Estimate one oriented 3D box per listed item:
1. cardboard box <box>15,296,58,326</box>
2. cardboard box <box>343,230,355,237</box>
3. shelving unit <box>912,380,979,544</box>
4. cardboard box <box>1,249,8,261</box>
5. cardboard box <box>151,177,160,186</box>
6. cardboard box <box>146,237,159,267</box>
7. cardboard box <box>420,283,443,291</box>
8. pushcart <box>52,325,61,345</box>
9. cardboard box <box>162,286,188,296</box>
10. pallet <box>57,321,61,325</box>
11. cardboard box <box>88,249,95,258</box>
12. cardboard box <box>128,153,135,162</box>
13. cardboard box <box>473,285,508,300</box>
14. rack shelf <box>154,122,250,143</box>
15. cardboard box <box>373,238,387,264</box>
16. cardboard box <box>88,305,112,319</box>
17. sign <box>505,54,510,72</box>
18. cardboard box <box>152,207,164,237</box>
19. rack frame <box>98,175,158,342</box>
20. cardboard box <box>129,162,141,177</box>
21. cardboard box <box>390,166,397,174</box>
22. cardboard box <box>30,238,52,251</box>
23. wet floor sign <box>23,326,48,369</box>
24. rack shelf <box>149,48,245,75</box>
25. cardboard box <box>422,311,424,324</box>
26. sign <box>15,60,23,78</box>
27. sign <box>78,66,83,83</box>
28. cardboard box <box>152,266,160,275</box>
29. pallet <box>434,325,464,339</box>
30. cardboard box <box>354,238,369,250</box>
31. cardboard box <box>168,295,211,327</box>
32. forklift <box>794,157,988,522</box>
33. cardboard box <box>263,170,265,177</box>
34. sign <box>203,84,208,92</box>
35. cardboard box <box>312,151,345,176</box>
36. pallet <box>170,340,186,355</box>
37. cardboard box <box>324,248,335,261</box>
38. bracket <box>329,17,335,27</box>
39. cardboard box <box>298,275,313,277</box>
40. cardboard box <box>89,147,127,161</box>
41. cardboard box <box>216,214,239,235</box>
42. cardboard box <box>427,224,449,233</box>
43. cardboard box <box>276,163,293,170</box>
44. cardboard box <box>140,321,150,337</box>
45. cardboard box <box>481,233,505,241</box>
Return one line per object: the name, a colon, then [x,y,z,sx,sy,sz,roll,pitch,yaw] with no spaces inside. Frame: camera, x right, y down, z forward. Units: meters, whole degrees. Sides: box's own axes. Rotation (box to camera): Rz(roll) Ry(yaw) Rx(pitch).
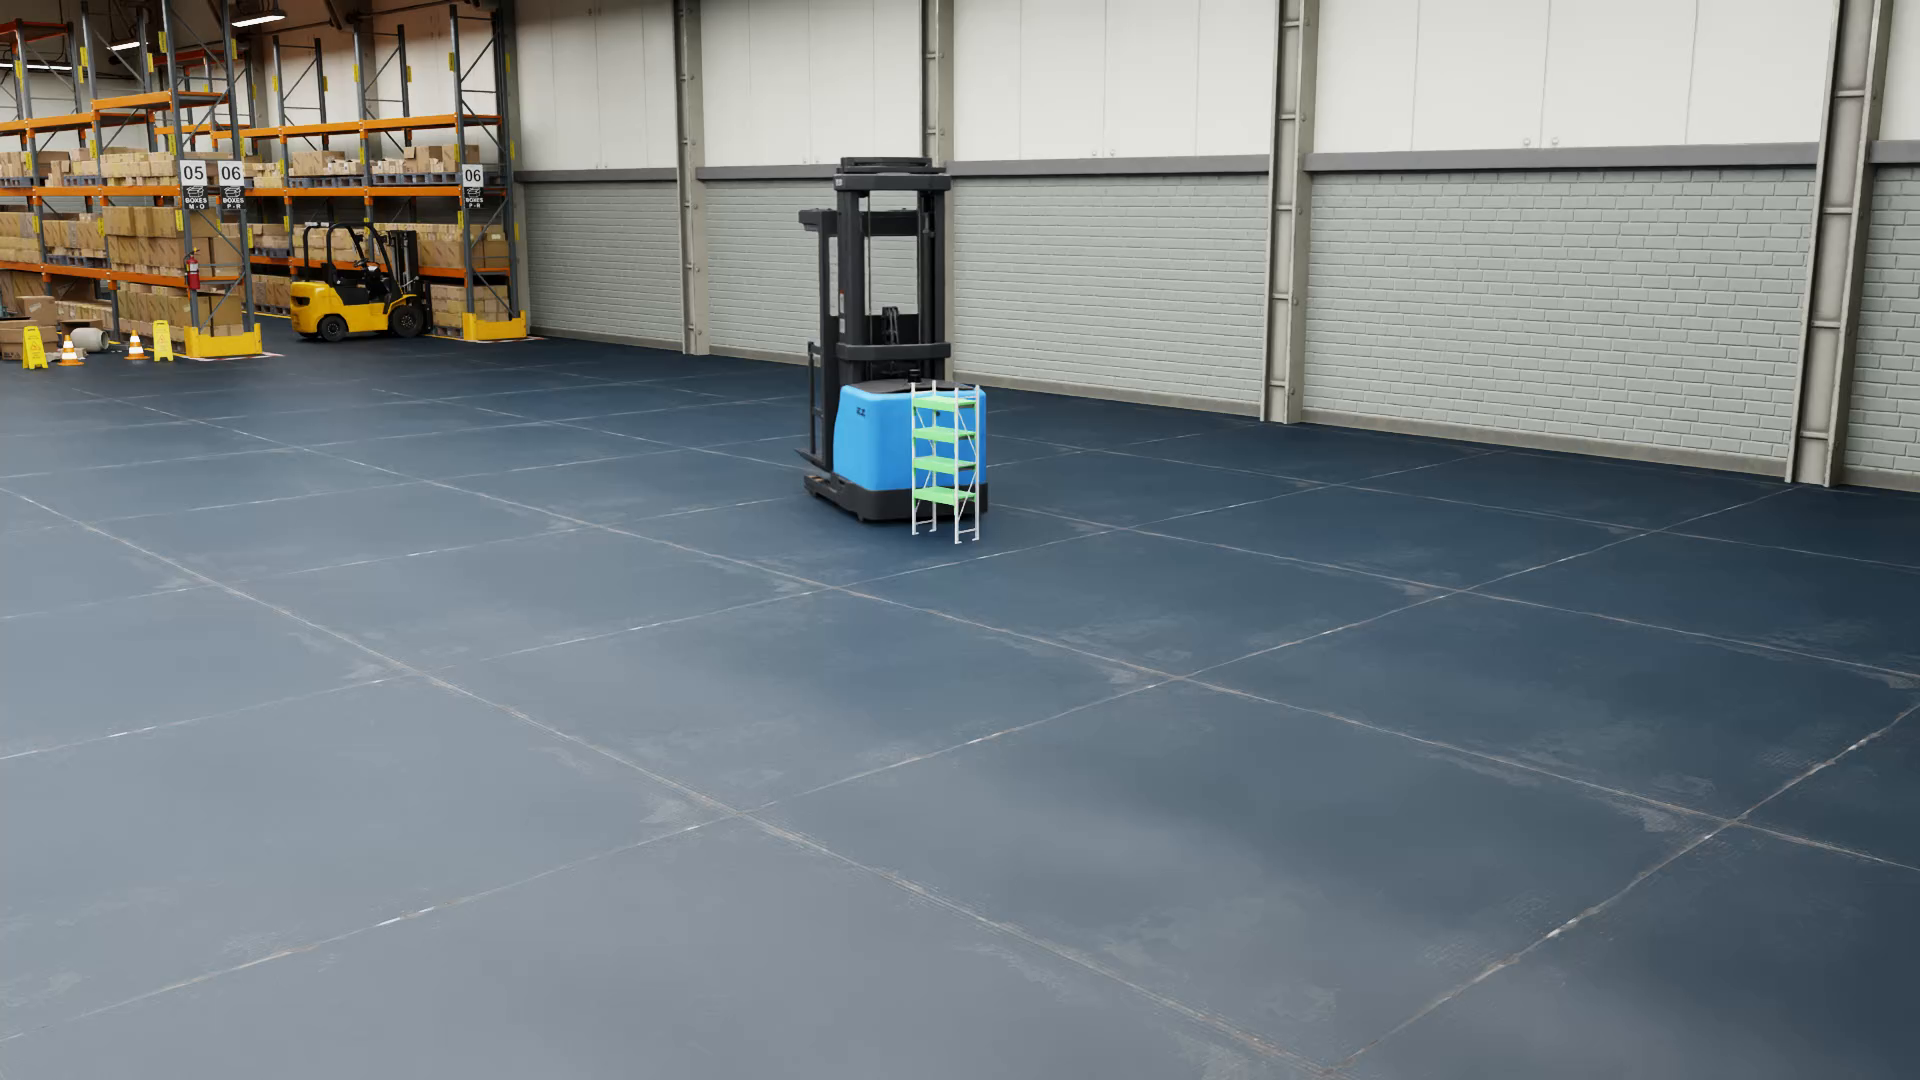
cardboard box: [-16.403,-4.067,29.535,0.500,0.500,0.500,-11,16,-43]
cardboard box: [-12.545,-6.348,34.436,0.250,0.149,0.380,11,16,43]
shelving unit: [-0.114,-0.612,12.908,0.258,1.200,0.503,-11,16,-43]
cardboard box: [-19.847,-6.013,35.037,0.500,0.250,0.500,-11,16,-43]
cardboard box: [-13.510,-6.099,28.271,0.380,0.149,0.250,-11,16,-43]
cardboard box: [-13.633,-4.971,28.623,0.500,0.500,0.500,-11,16,-43]
cardboard box: [-10.387,-4.874,32.432,0.500,0.250,0.500,-11,16,-44]
pushcart: [-16.750,-3.563,29.271,0.936,0.377,1.648,6,13,26]
cardboard box: [-13.417,-4.257,28.450,0.380,0.149,0.250,-10,15,-41]
pallet: [-17.360,-4.276,33.144,1.003,0.211,1.213,-11,16,-43]
cardboard box: [-16.064,-5.365,31.102,0.380,0.149,0.250,-11,16,-43]
cardboard box: [-14.215,-6.635,28.897,0.380,0.149,0.250,-11,16,-43]
cardboard box: [-8.981,-4.726,31.713,0.500,0.250,0.500,-11,16,-43]
rack shelf: [-18.454,-9.908,40.495,1.077,0.370,4.000,-11,16,-43]
cardboard box: [-11.431,-5.813,33.443,0.500,0.500,0.500,11,16,44]
cardboard box: [-15.999,-4.272,31.684,0.950,0.372,0.625,-10,15,-39]
sign: [-8.380,-8.831,30.766,0.100,0.325,0.005,-11,16,-43]
cardboard box: [-13.228,-5.392,28.187,0.700,0.500,0.500,-11,16,-42]
rack frame: [-15.136,-5.172,30.584,1.000,3.000,0.127,-11,16,-43]
cardboard box: [-13.980,-6.389,28.691,0.500,0.250,0.500,-11,16,-42]
cardboard box: [-10.927,-7.246,32.546,0.380,0.149,0.250,-10,15,-41]
cardboard box: [-18.416,-5.963,33.553,0.500,0.250,0.500,-11,16,-43]
wet floor sign: [-14.432,-3.003,25.887,0.232,0.644,0.267,8,14,35]
rack shelf: [-18.454,-11.538,40.160,1.077,0.370,4.000,-11,16,-43]
cardboard box: [-10.389,-4.385,32.537,0.500,0.250,0.500,-10,15,-41]
sign: [-18.297,-9.152,32.324,0.100,0.325,0.005,-11,16,-43]
sign: [-17.512,-9.268,33.084,0.100,0.325,0.005,-11,16,-43]
cardboard box: [-13.720,-4.667,28.755,0.380,0.149,0.250,-11,16,-43]
pallet: [-9.344,-4.021,31.905,1.003,0.211,1.213,-11,16,-43]
cardboard box: [-12.072,-6.072,34.084,0.500,0.250,0.500,-11,16,-44]
cardboard box: [-13.115,-3.896,28.301,0.500,0.500,0.500,-11,16,-42]
forklift: [-0.760,-1.841,14.583,1.130,2.935,3.031,-4,12,-20]
cardboard box: [-15.397,-8.214,37.295,0.380,0.149,0.250,-11,16,-42]
sign: [-17.478,-10.394,38.549,0.100,0.325,0.005,-11,16,-43]
cardboard box: [-13.284,-7.933,35.013,0.500,0.500,0.500,-10,16,-41]
pallet: [-12.961,-3.358,28.685,1.003,0.211,1.213,-11,16,-43]
cardboard box: [-13.120,-6.052,35.225,0.500,0.250,0.500,-10,15,-41]
bracket: [-13.302,-11.096,35.549,0.235,0.232,0.430,-11,16,-43]
cardboard box: [-14.839,-5.935,37.830,0.380,0.149,0.250,-11,16,-42]
cardboard box: [-15.628,-7.086,30.528,0.500,0.250,0.500,-10,16,-41]
cardboard box: [-17.909,-7.726,40.755,0.500,0.500,0.500,11,16,44]
cardboard box: [-9.957,-5.952,31.773,0.380,0.149,0.250,-10,16,-41]
cardboard box: [-14.762,-8.194,36.463,0.380,0.149,0.250,-10,15,-41]
cardboard box: [-14.179,-3.754,29.474,0.500,0.250,0.500,-11,16,-43]
cardboard box: [-8.833,-5.733,31.451,0.250,0.149,0.380,11,16,44]
